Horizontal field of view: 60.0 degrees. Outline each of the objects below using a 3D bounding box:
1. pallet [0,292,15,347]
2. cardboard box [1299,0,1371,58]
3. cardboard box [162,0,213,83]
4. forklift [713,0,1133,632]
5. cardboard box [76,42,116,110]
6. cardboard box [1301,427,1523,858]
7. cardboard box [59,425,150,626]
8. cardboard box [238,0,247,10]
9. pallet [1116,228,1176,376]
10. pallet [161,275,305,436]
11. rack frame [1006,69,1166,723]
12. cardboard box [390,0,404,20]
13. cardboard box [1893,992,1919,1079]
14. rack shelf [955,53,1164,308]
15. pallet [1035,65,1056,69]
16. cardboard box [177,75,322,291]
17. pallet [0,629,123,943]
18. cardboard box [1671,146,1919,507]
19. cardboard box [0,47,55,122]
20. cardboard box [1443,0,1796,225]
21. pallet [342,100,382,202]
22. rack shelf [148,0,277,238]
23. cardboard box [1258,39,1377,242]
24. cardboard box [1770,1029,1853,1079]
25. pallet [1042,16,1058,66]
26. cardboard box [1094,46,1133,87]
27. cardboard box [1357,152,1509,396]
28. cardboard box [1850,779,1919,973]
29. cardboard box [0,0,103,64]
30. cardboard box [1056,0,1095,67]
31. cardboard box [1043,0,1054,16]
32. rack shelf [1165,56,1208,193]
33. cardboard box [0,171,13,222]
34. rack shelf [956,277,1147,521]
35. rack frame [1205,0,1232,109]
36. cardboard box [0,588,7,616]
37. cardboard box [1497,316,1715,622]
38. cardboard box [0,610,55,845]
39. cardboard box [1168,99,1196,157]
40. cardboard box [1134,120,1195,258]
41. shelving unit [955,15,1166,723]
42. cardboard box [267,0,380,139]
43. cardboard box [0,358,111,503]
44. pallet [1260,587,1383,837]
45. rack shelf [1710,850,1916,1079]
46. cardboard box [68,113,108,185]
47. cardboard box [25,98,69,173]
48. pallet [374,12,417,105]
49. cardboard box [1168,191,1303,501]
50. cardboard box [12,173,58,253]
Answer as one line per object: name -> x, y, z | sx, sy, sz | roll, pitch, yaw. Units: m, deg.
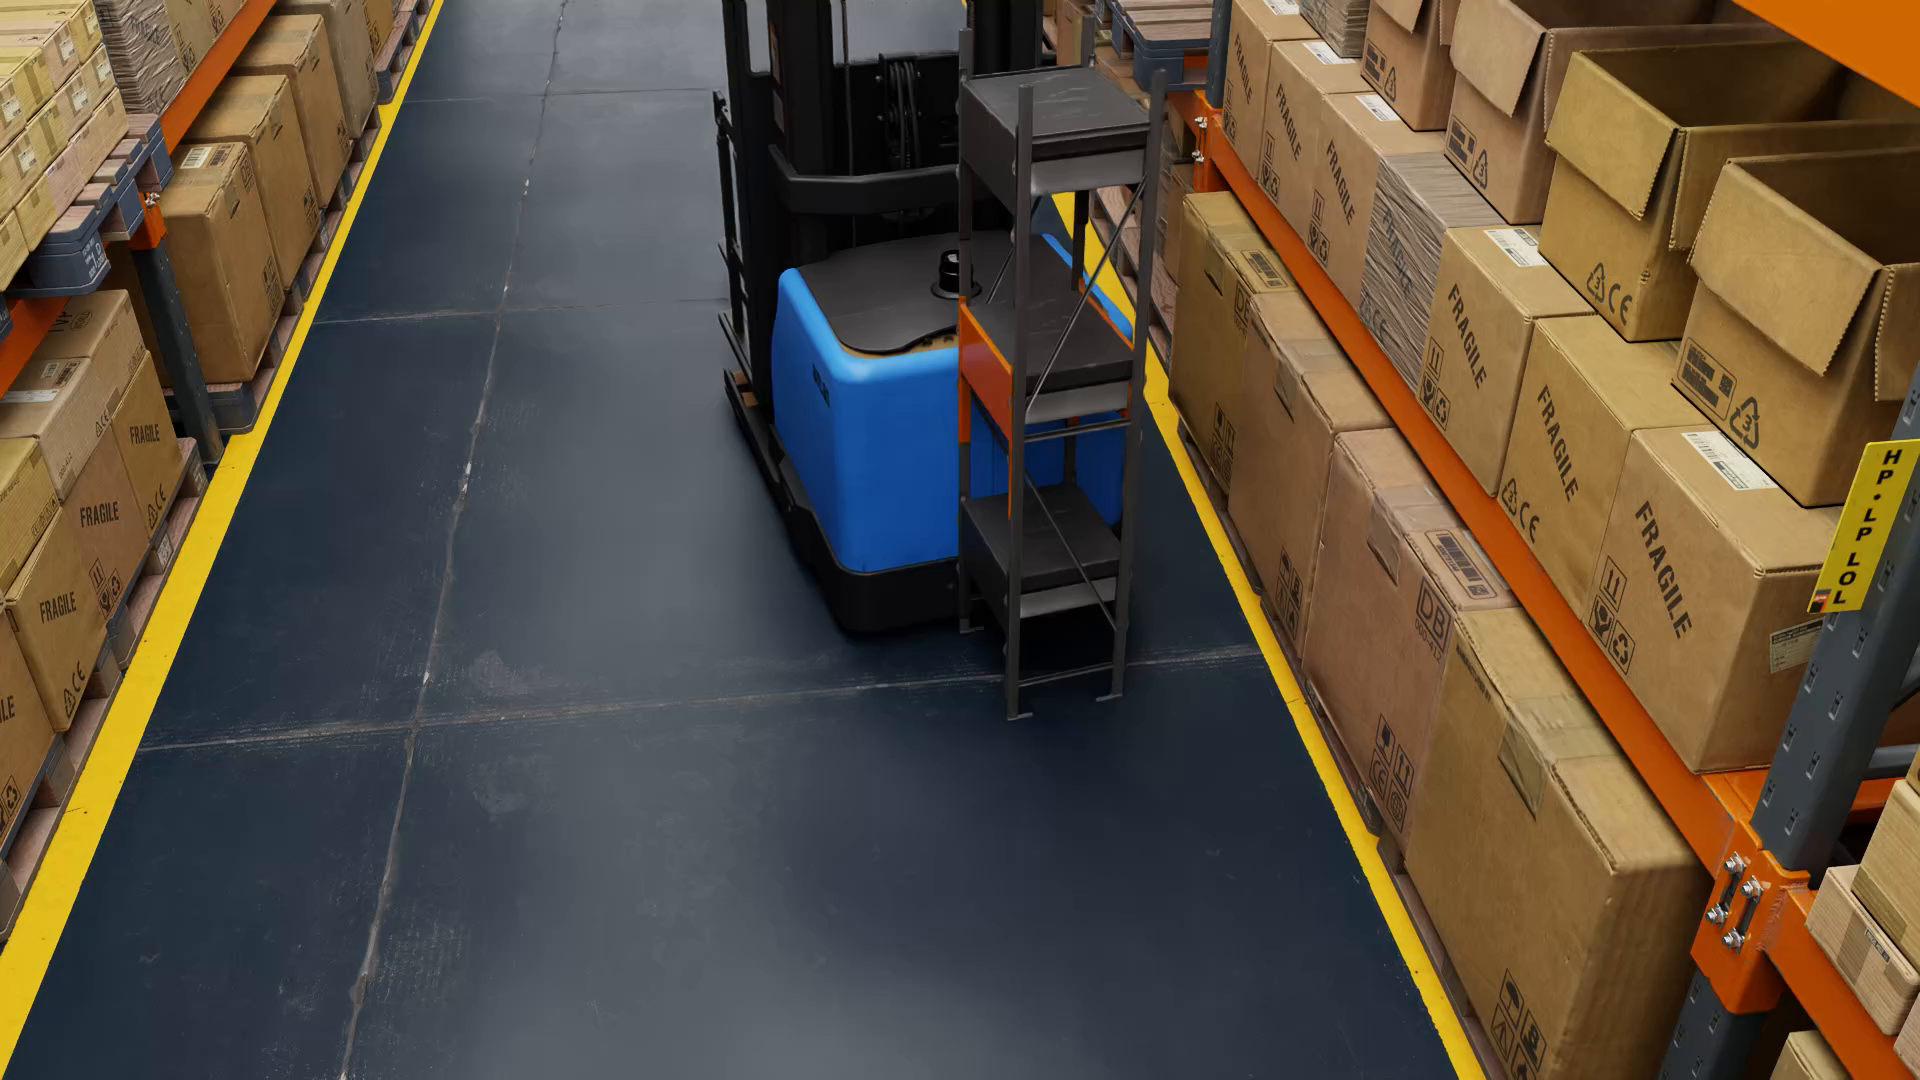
pallet -> -3.178, -0.350, 4.271 | 1.003, 0.211, 1.213 | -4, 35, -6
cardboard box -> 1.526, -1.897, 5.390 | 0.797, 0.503, 0.637 | -3, 34, -5
cardboard box -> -3.349, -2.127, 6.619 | 0.500, 0.500, 0.500 | -5, 35, -7
forklift -> -0.362, -1.724, 6.178 | 1.130, 2.935, 3.031 | -11, 36, -15
cardboard box -> -2.967, -1.483, 5.348 | 0.380, 0.149, 0.250 | -4, 34, -5
cardboard box -> 1.755, 0.232, 4.760 | 1.225, 0.875, 0.875 | -6, 35, -8
cardboard box -> -3.071, -0.034, 5.483 | 0.500, 0.500, 0.500 | -3, 34, -4
cardboard box -> -3.481, -2.687, 7.440 | 0.500, 0.500, 0.500 | -5, 35, -7
pallet -> 1.340, -1.134, 7.727 | 1.003, 0.211, 1.213 | -4, 35, -6
pallet -> -3.516, -0.824, 7.272 | 1.003, 0.211, 1.213 | -4, 35, -6
rack frame -> 0.342, -0.315, 4.848 | 0.400, 2.100, 0.015 | -11, 36, -15
cardboard box -> -4.163, -3.918, 10.849 | 0.875, 0.875, 0.875 | -4, 34, -6
cardboard box -> 1.728, 0.822, 2.603 | 0.380, 0.149, 0.250 | -5, 35, -8
rack shelf -> 0.265, -1.013, 4.652 | 0.431, 0.518, 0.480 | -11, 36, -15
pallet -> 1.012, -2.496, 9.725 | 1.003, 0.211, 1.213 | -4, 35, -6
cardboard box -> -3.598, -1.609, 7.573 | 1.050, 0.750, 0.750 | -4, 34, -6
pallet -> -3.220, 0.737, 4.982 | 1.003, 0.211, 1.213 | -4, 35, -6
cardboard box -> 1.888, -0.430, 3.238 | 0.797, 0.503, 0.637 | -5, 35, -8
cardboard box -> -2.897, -1.321, 4.847 | 0.380, 0.149, 0.250 | -3, 34, -5
cardboard box -> 1.708, -1.159, 4.308 | 0.797, 0.503, 0.637 | -3, 34, -5
pallet -> -3.844, -2.186, 9.270 | 1.003, 0.211, 1.213 | -4, 35, -6
rack shelf -> -3.753, -2.350, 7.673 | 1.077, 0.370, 4.000 | -4, 35, -6
cardboard box -> 1.311, -1.312, 5.423 | 0.500, 0.500, 0.500 | -5, 35, -8
cardboard box -> 1.991, 1.461, 2.957 | 0.875, 0.875, 0.875 | -4, 35, -6
pallet -> 0.781, -3.302, 10.908 | 1.003, 0.211, 1.213 | -4, 35, -6
cardboard box -> 1.088, -2.307, 8.801 | 0.700, 0.500, 0.500 | -7, 35, -10
cardboard box -> 1.449, -0.747, 4.594 | 0.500, 0.500, 0.500 | -4, 35, -6
cardboard box -> 1.786, 0.603, 2.571 | 0.500, 0.250, 0.500 | -5, 35, -7
cardboard box -> -2.964, -1.608, 5.268 | 0.380, 0.149, 0.250 | -6, 35, -8
cardboard box -> 0.967, -2.887, 9.652 | 0.700, 0.500, 0.500 | -7, 35, -10
cardboard box -> 0.807, -3.768, 10.963 | 0.500, 0.500, 0.500 | 6, 35, 9
rack shelf -> 1.175, -2.669, 8.142 | 1.077, 0.370, 4.000 | -4, 35, -6
cardboard box -> -2.827, -0.908, 4.505 | 0.380, 0.149, 0.250 | -5, 35, -7
rack shelf -> 0.265, -0.434, 5.047 | 0.431, 0.518, 0.480 | -11, 36, -15
rack frame -> 1.444, -1.850, 6.302 | 1.000, 3.000, 0.127 | -4, 35, -6
cardboard box -> -2.922, 0.236, 4.421 | 0.500, 0.250, 0.500 | -3, 34, -5
cardboard box -> 1.589, -0.177, 3.757 | 0.500, 0.500, 0.500 | -3, 34, -5
cardboard box -> -2.940, 0.542, 4.639 | 0.500, 0.500, 0.500 | -4, 34, -6
cardboard box -> 1.243, -1.976, 7.649 | 0.500, 0.250, 0.500 | -1, 34, -1
cardboard box -> 1.247, -1.680, 7.881 | 0.700, 0.500, 0.500 | -7, 35, -10
shelving unit -> 0.265, -0.445, 5.039 | 0.431, 2.100, 0.503 | -11, 36, -15
cardboard box -> -3.850, -2.668, 9.126 | 1.050, 0.750, 0.750 | -5, 35, -7
cardboard box -> -3.054, -0.339, 5.264 | 0.500, 0.250, 0.500 | -4, 34, -6
pallet -> 1.636, 0.427, 5.436 | 1.003, 0.211, 1.213 | -4, 35, -6
rack shelf -> 2.251, 1.795, 1.591 | 1.077, 0.370, 4.000 | -4, 35, -6
cardboard box -> -2.931, -1.222, 5.229 | 0.380, 0.149, 0.250 | -4, 35, -7
cardboard box -> -2.891, -1.187, 4.914 | 0.380, 0.149, 0.250 | -4, 34, -5
pallet -> -4.047, -3.041, 10.525 | 1.003, 0.211, 1.213 | -4, 35, -6
cardboard box -> 1.516, -0.759, 6.214 | 1.225, 0.875, 0.875 | -6, 35, -9
cardboard box -> -2.866, -0.939, 4.814 | 0.380, 0.149, 0.250 | -5, 35, -7
